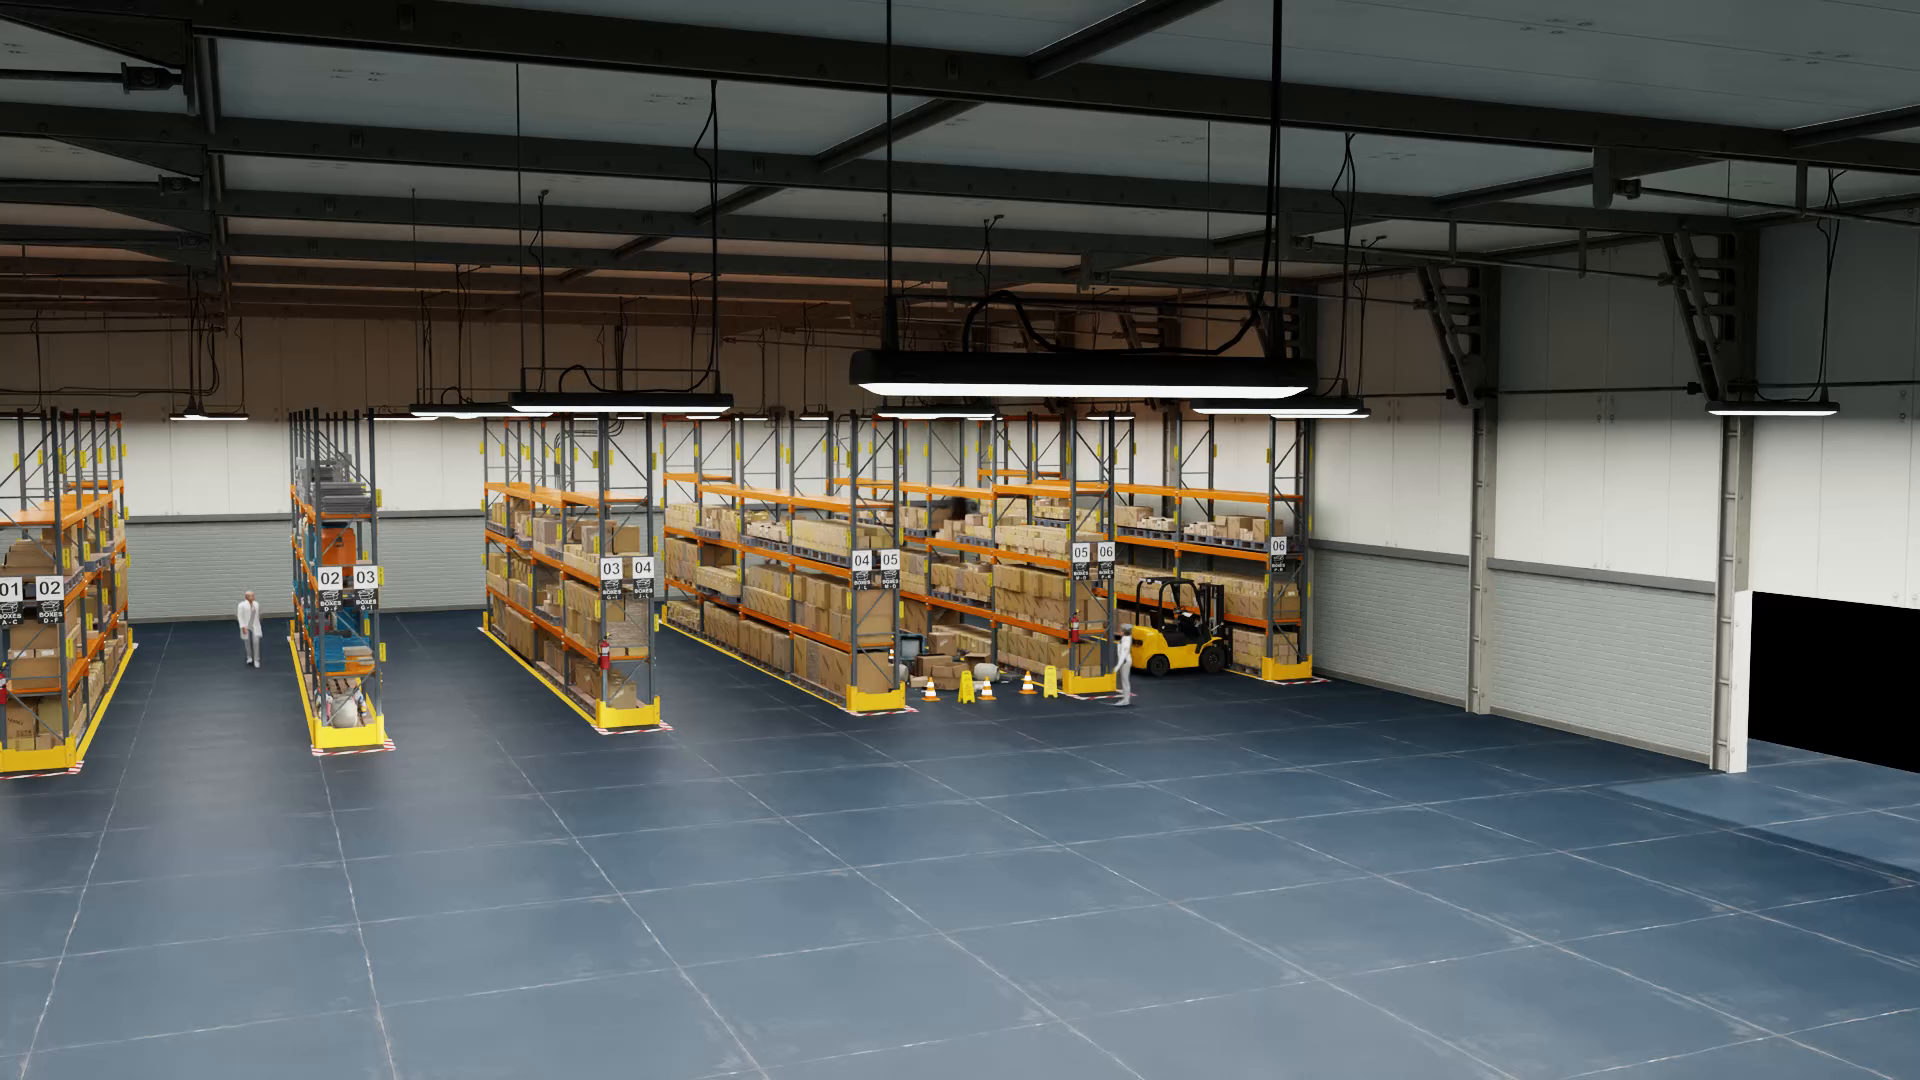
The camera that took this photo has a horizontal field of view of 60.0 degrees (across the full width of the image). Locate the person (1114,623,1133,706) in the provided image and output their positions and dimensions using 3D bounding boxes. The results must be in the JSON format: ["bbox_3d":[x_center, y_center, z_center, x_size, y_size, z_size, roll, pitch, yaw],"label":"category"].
[{"bbox_3d":[3.307,2.520,33.783,0.395,1.677,0.576,0,4,1],"label":"person"}]

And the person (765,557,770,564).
[{"bbox_3d":[-5.766,1.368,49.830,0.614,1.730,0.442,-4,6,-44],"label":"person"}]

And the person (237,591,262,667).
[{"bbox_3d":[-16.777,2.082,39.292,0.529,1.746,1.019,-2,4,-21],"label":"person"}]
